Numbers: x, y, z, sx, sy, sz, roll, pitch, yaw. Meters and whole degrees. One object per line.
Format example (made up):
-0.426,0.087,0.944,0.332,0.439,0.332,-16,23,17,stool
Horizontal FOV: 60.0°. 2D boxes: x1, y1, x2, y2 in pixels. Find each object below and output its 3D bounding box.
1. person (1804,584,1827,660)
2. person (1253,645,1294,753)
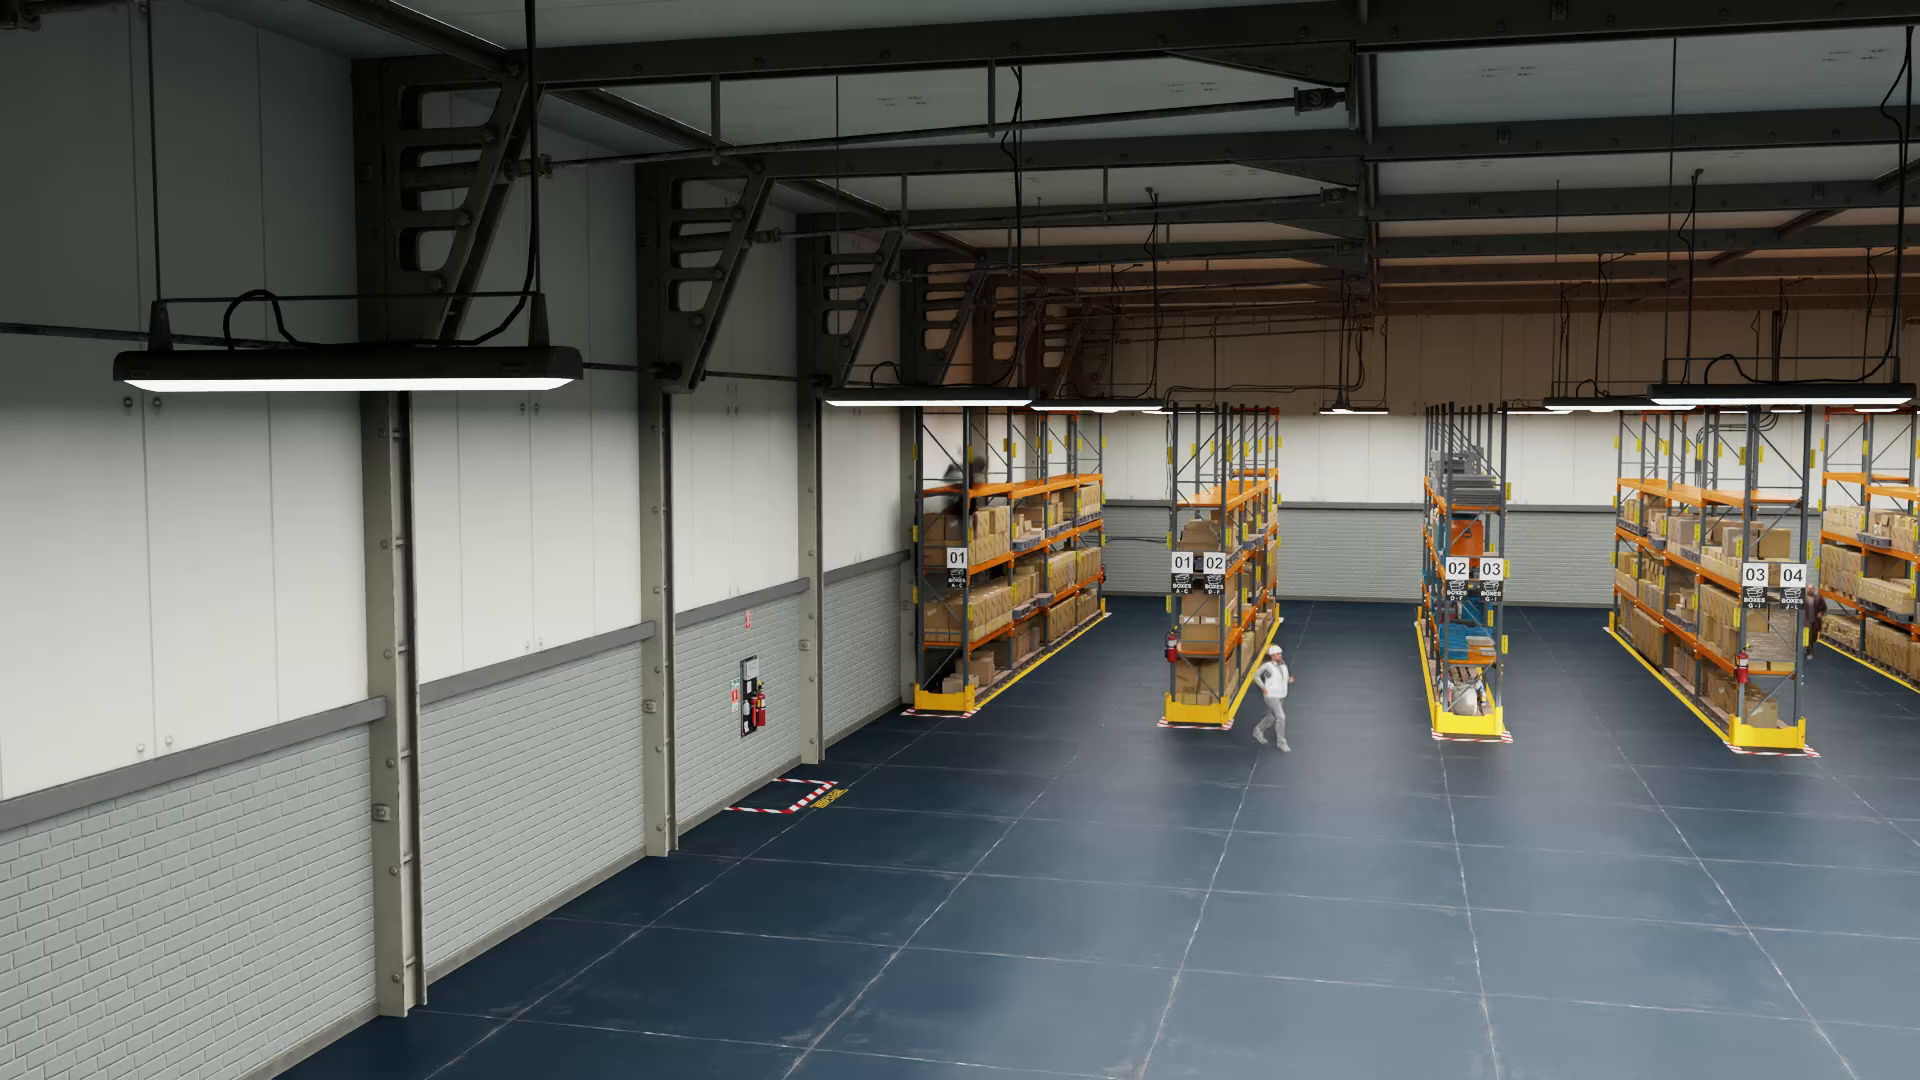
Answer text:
20.206,1.937,39.505,0.704,1.773,0.844,1,4,19,person
5.436,2.716,28.738,0.636,1.817,0.858,-4,6,-43,person
